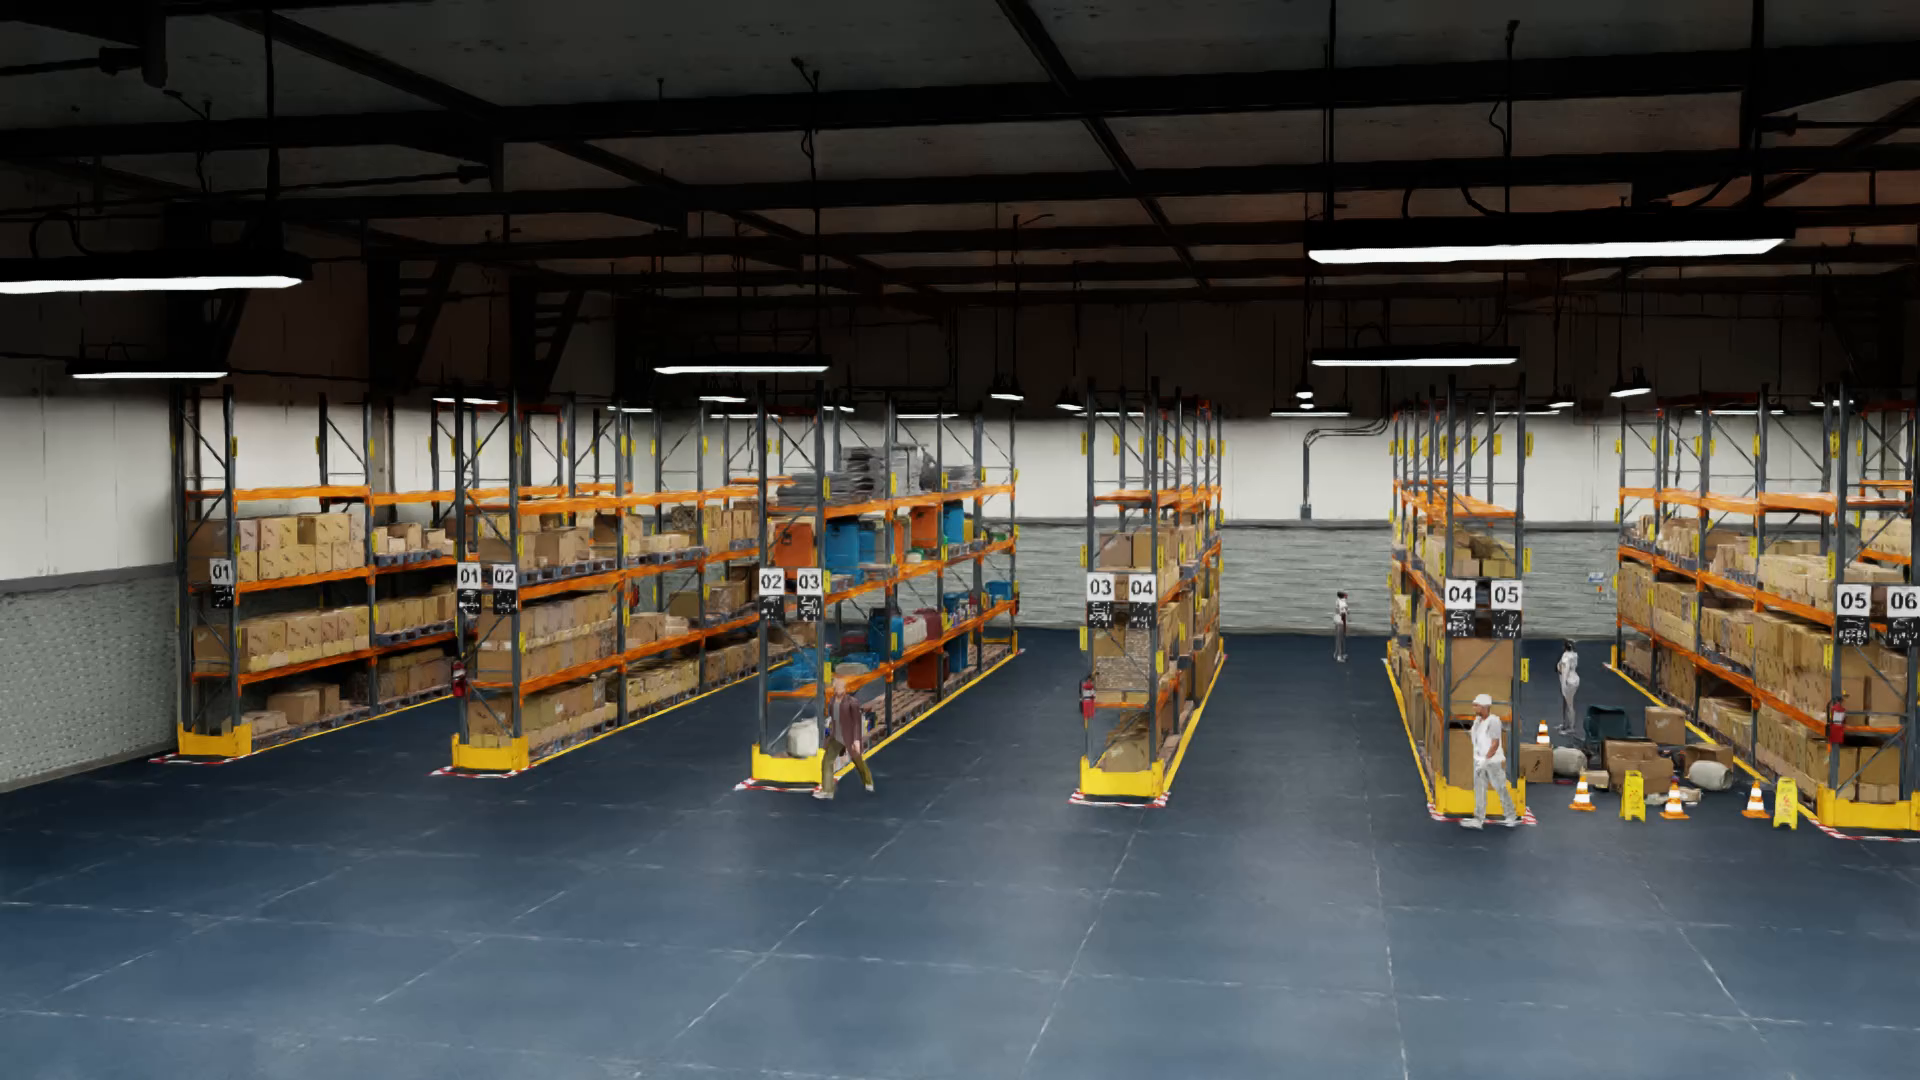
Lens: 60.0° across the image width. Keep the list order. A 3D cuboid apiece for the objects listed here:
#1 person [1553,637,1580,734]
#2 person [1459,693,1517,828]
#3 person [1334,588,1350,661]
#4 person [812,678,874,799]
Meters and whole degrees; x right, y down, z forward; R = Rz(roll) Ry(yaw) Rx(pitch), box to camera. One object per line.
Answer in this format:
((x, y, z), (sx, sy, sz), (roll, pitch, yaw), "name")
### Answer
((10.570, 2.531, 29.028), (0.455, 1.677, 0.525), (3, 4, 41), "person")
((6.944, 2.900, 21.819), (0.714, 1.783, 0.567), (-1, 3, -17), "person")
((8.961, 1.961, 39.055), (0.367, 1.688, 0.611), (0, 3, 3), "person")
((-1.632, 2.814, 23.742), (0.630, 1.723, 1.047), (2, 4, 32), "person")
